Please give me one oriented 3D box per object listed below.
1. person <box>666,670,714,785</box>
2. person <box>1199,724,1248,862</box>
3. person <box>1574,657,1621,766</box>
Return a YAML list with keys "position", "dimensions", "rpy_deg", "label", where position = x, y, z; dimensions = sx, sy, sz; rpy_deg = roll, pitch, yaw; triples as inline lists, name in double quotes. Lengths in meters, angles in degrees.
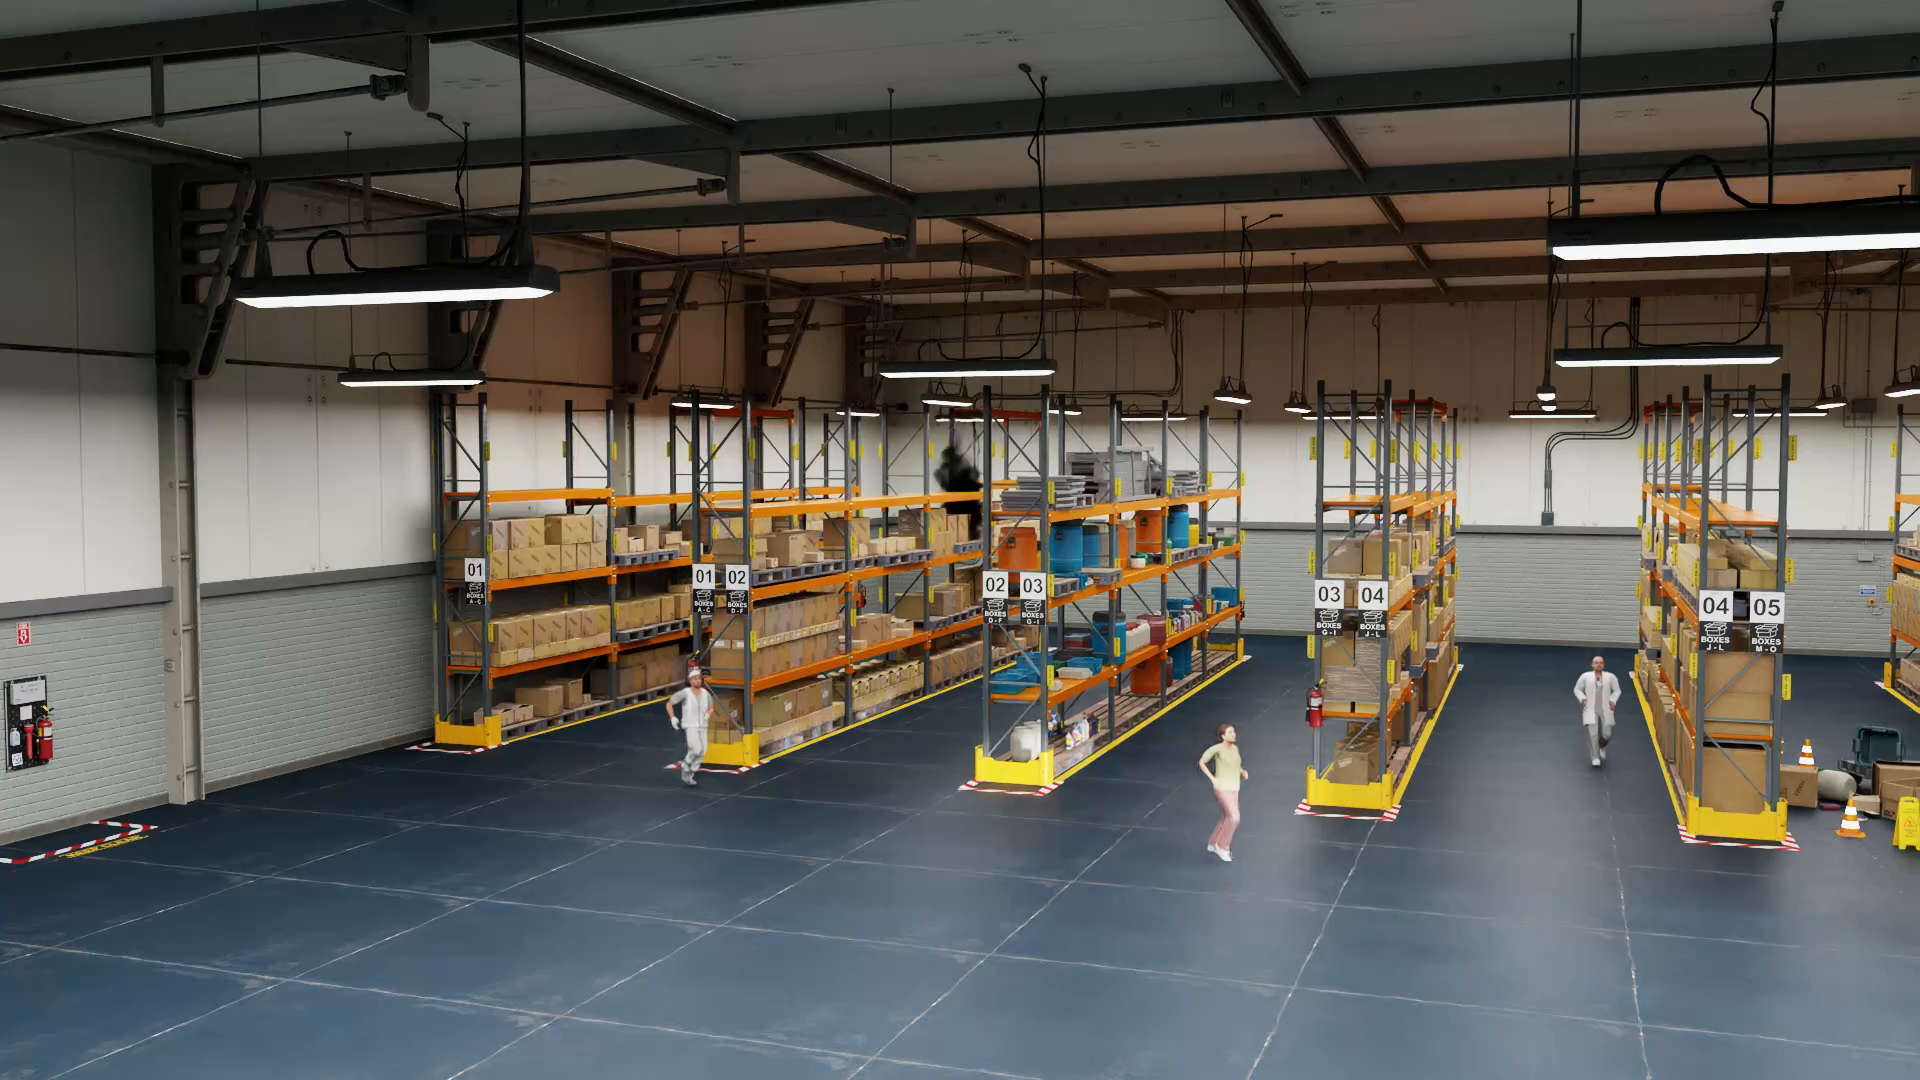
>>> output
- position: [-3.953, 2.807, 24.821]
  dimensions: [0.675, 1.715, 0.596]
  rpy_deg: [-3, 4, -42]
  label: "person"
- position: [3.269, 3.100, 20.405]
  dimensions: [0.560, 1.706, 0.592]
  rpy_deg: [-3, 4, -40]
  label: "person"
- position: [10.174, 2.721, 26.551]
  dimensions: [0.707, 1.724, 0.668]
  rpy_deg: [1, 3, 16]
  label: "person"
